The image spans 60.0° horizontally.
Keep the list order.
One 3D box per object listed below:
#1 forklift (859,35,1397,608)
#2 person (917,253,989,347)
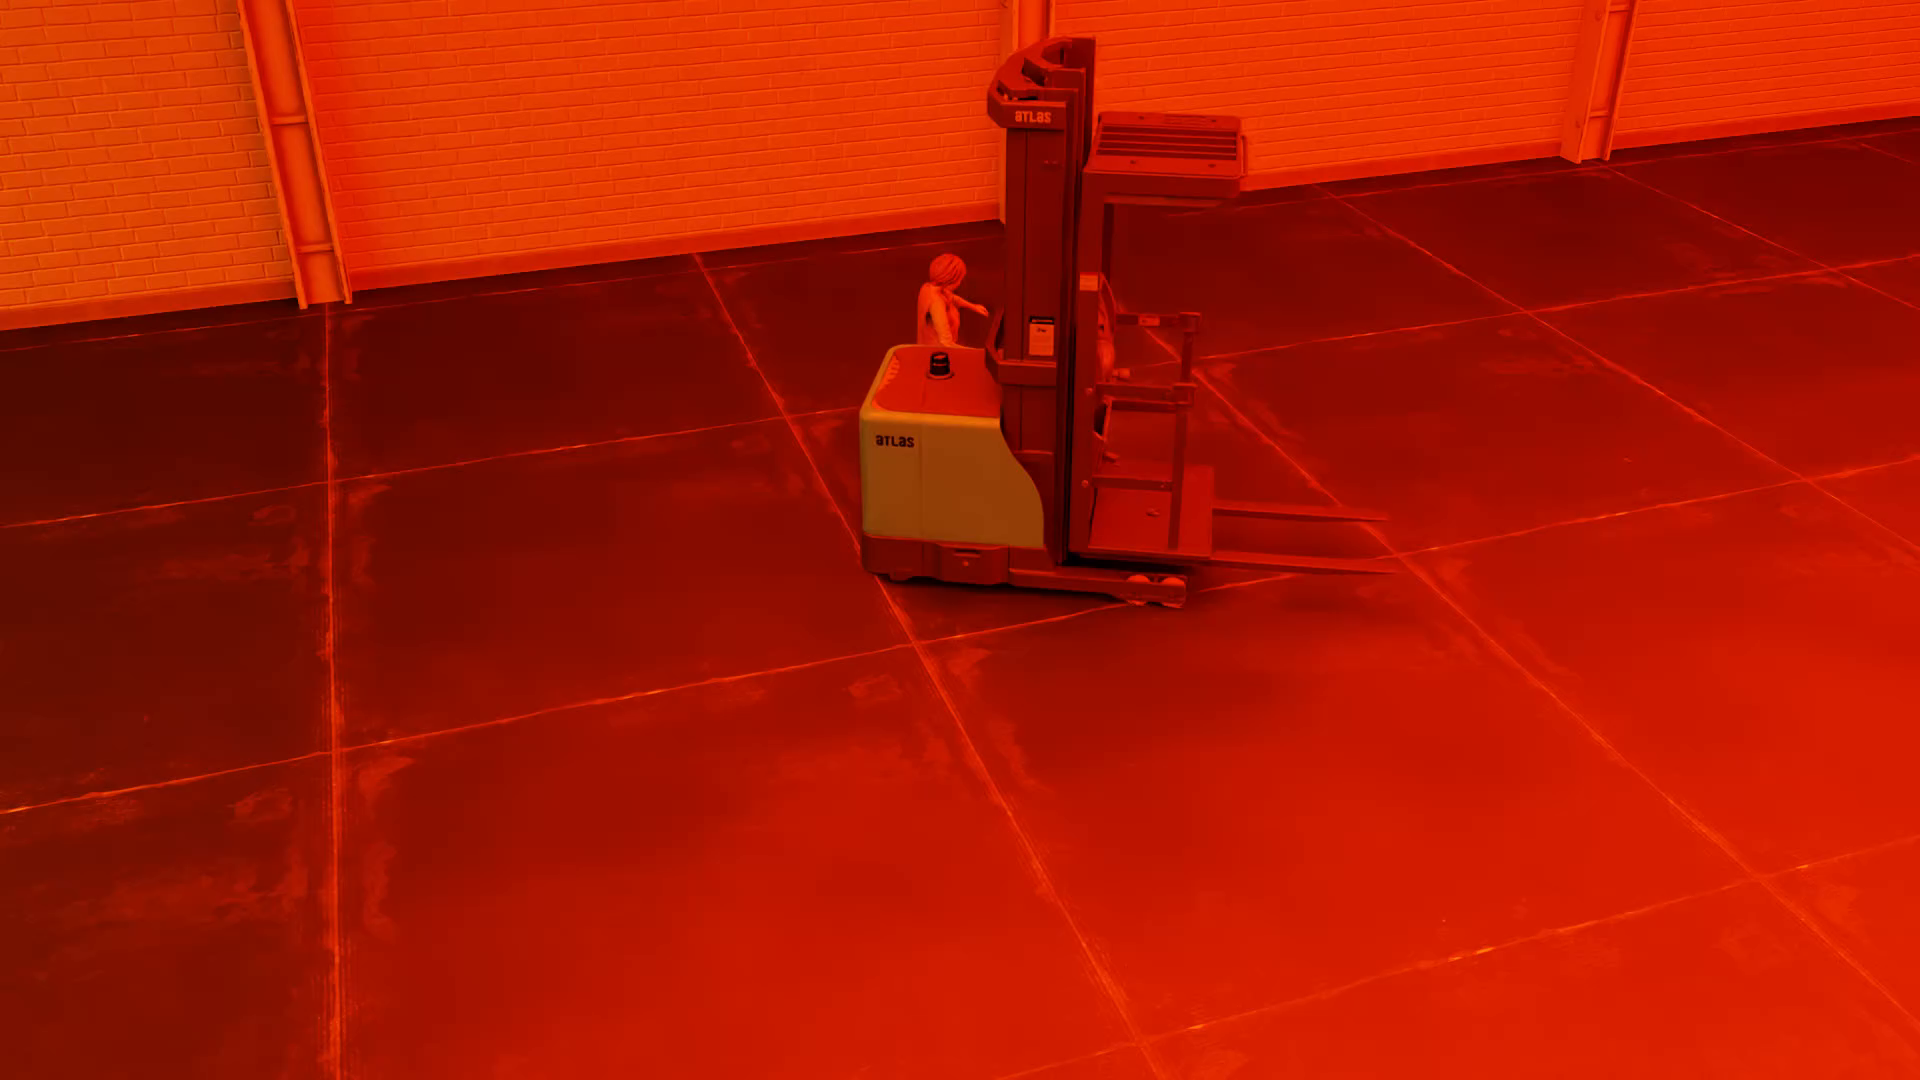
[{"bbox_3d":[0.990,-1.174,9.128,3.031,2.935,1.130,4,30,7],"label":"forklift"},{"bbox_3d":[-0.021,-1.166,10.642,0.899,1.422,0.992,-3,30,-6],"label":"person"}]
